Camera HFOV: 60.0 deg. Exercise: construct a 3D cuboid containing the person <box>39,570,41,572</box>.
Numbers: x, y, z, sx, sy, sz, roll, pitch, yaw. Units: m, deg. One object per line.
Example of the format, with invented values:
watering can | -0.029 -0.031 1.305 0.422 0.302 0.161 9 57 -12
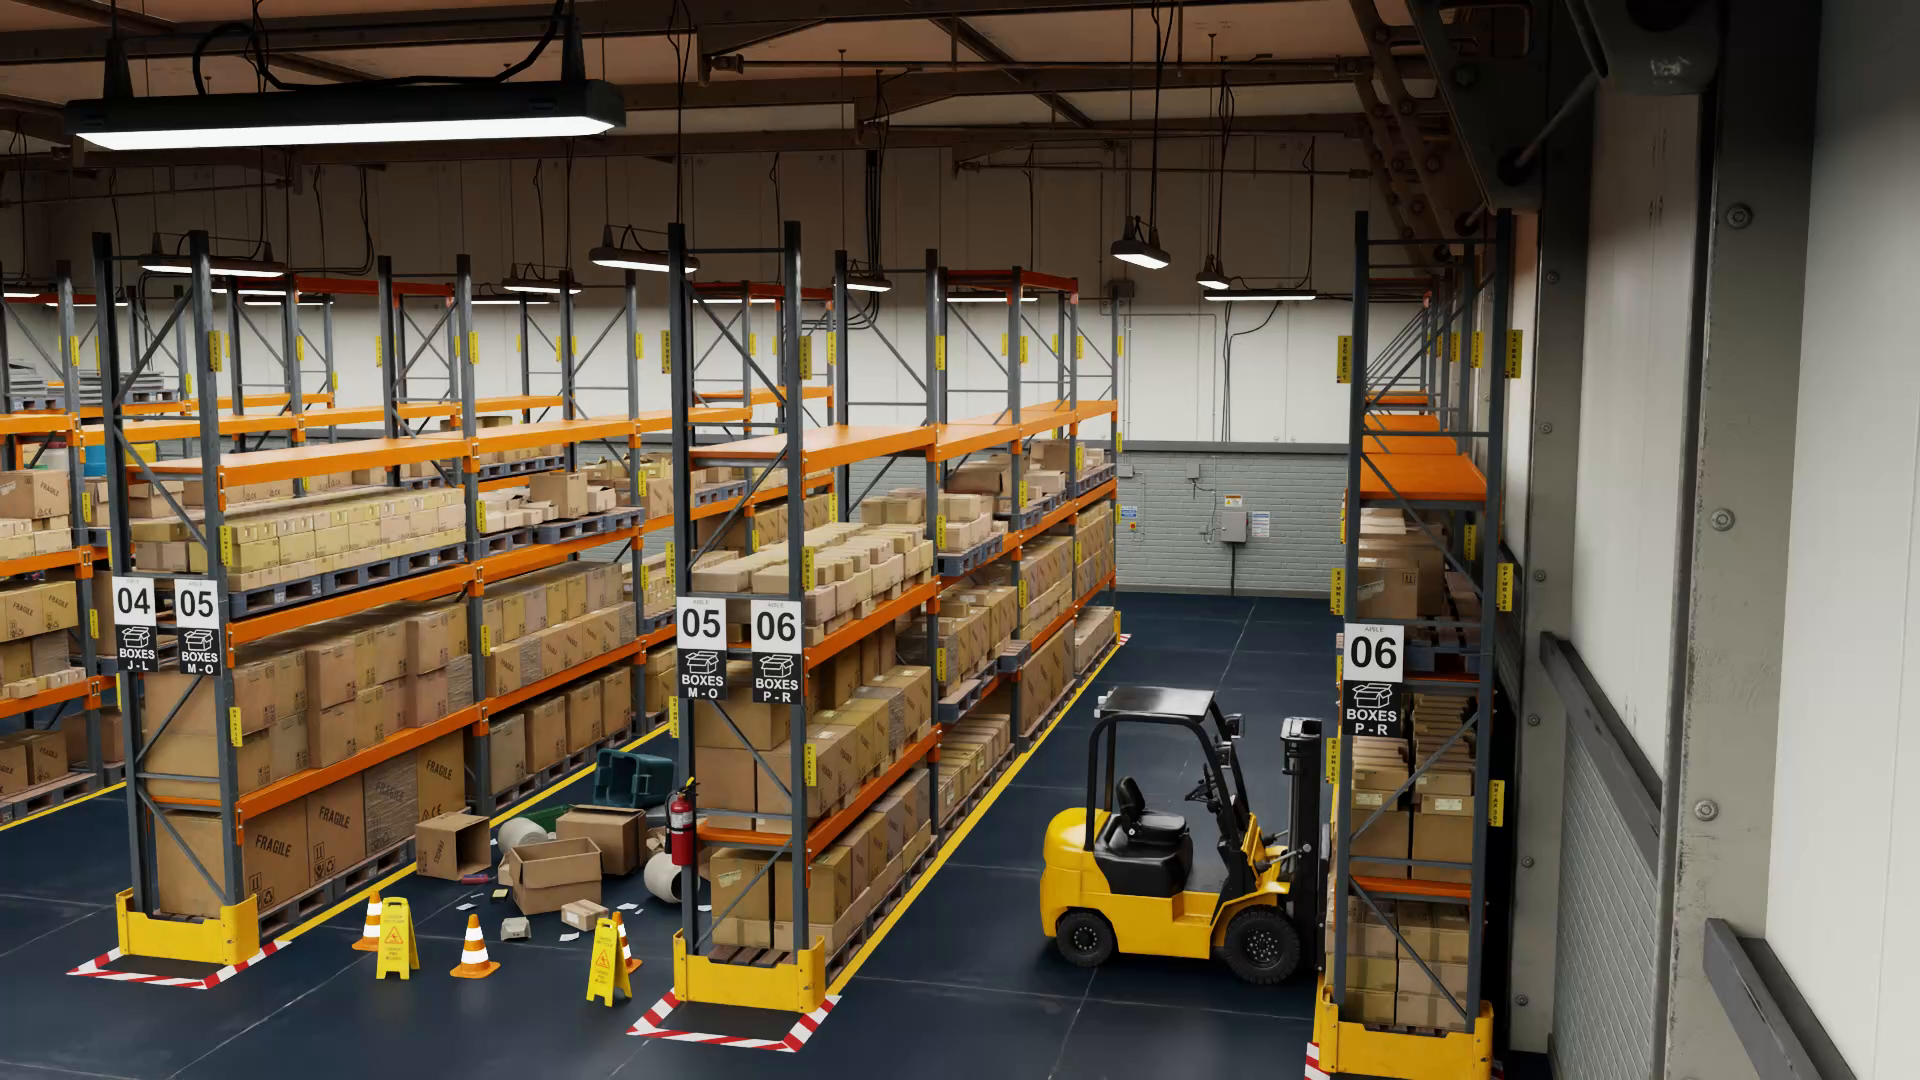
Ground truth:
person | -19.372 0.020 35.517 0.538 1.609 1.058 1 7 11
